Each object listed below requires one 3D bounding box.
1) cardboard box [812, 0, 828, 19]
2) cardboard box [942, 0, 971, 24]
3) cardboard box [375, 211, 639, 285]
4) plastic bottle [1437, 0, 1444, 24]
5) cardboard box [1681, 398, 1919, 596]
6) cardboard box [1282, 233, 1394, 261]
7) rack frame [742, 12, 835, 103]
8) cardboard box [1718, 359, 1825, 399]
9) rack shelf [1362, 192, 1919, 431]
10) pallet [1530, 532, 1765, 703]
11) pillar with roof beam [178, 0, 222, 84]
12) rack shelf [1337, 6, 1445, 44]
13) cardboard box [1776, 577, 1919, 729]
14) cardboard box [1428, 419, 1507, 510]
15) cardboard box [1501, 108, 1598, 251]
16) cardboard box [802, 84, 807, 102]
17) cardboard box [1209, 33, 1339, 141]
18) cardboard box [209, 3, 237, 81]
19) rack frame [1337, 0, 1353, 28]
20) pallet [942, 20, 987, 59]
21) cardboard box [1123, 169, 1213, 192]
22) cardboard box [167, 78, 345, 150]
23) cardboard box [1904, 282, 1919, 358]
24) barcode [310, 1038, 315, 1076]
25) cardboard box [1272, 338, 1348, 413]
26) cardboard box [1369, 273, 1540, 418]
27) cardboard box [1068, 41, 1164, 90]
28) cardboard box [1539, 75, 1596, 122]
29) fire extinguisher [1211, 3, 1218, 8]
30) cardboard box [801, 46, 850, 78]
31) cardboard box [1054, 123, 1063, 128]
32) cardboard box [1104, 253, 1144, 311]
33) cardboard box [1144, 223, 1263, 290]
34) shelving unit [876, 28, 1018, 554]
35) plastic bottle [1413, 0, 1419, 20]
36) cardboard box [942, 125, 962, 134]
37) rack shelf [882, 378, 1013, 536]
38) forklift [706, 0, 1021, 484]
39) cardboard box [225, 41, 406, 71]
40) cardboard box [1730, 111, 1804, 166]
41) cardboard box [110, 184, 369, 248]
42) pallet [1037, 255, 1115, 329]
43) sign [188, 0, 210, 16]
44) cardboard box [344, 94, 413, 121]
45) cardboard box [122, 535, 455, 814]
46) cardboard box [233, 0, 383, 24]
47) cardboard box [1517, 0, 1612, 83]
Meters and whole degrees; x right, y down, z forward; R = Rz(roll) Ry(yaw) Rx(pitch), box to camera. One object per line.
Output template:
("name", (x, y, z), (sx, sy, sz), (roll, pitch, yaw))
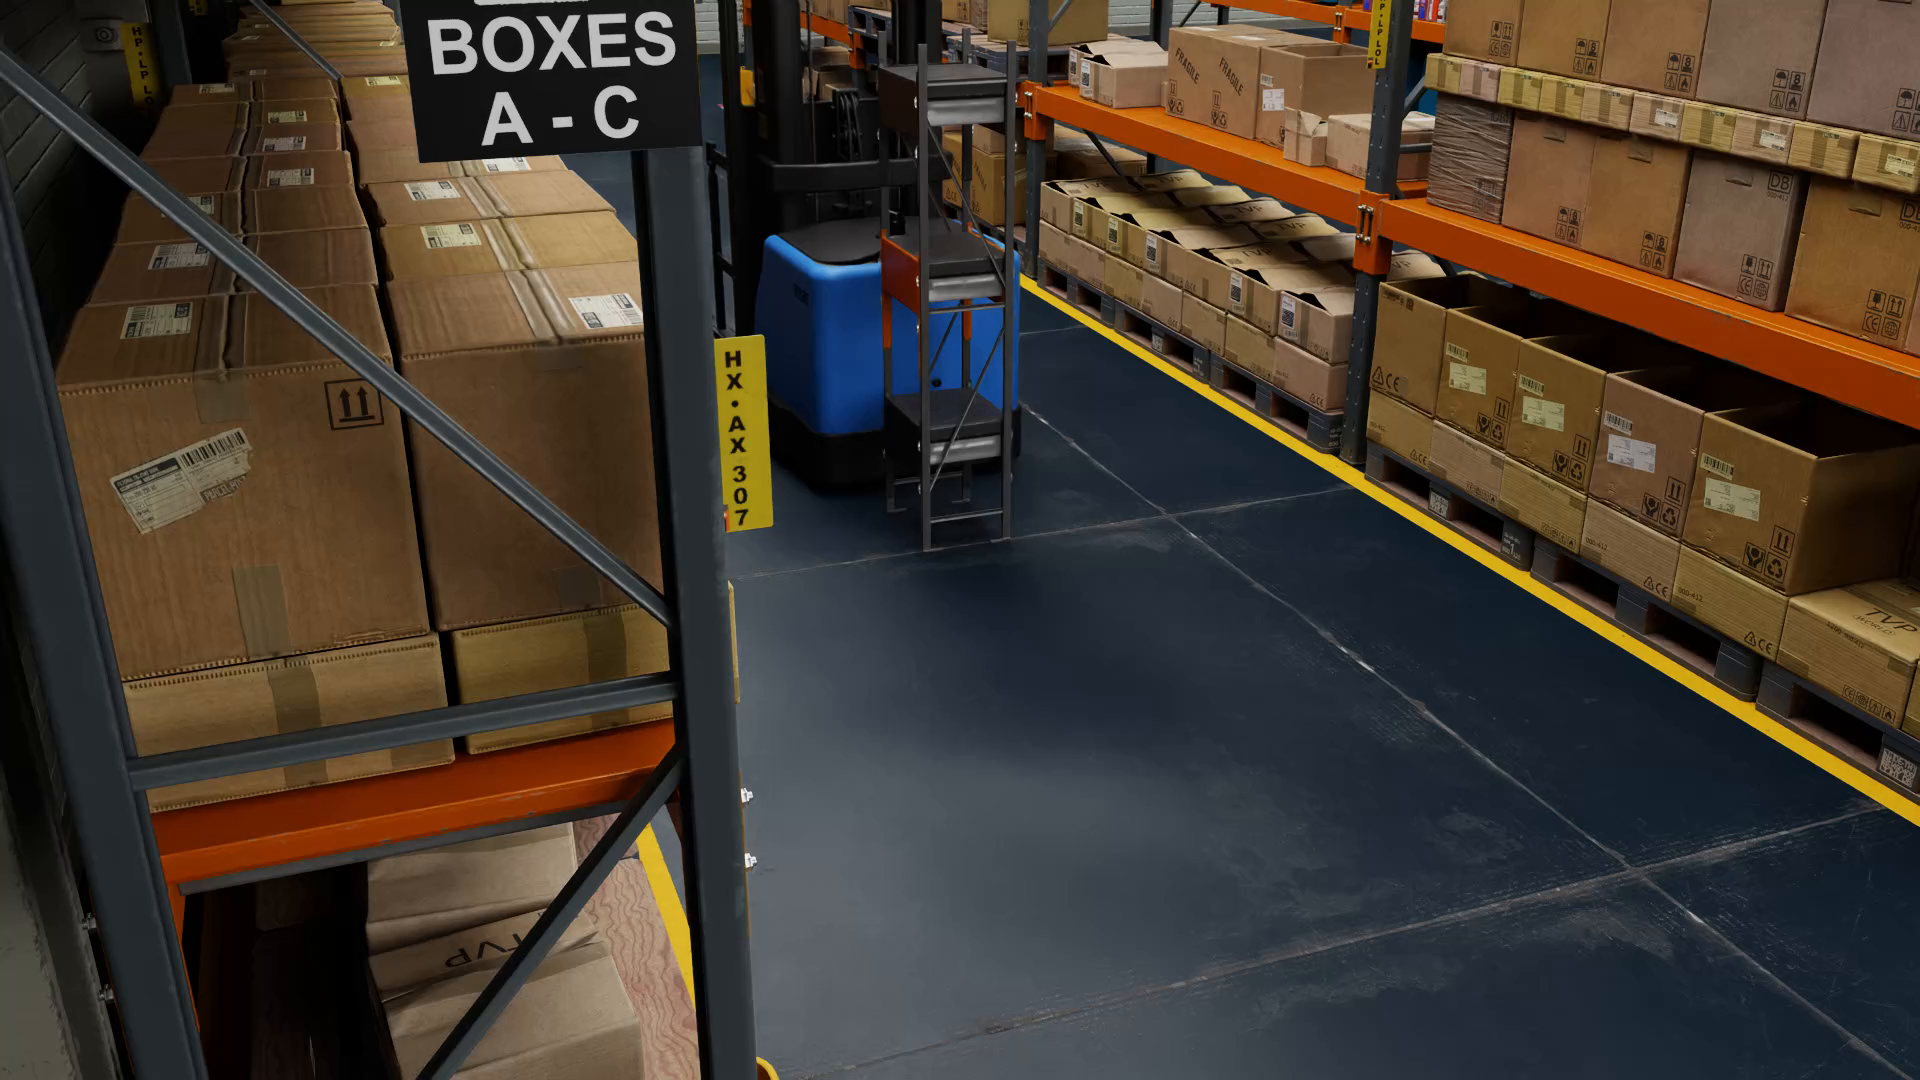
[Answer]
("cardboard box", (-1.070, -5.114, 15.394), (0.500, 0.500, 0.500), (-8, 24, -17))
("cardboard box", (0.212, -4.341, 13.018), (0.700, 0.500, 0.500), (-15, 27, -32))
("cardboard box", (-0.916, -0.375, 3.479), (0.500, 0.500, 0.500), (-8, 24, -19))
("plastic bottle", (4.315, -4.719, 14.839), (0.097, 0.201, 0.097), (0, 23, 0))
("cardboard box", (2.935, -0.162, 5.806), (0.500, 0.500, 0.500), (-8, 24, -19))
("cardboard box", (2.088, -1.568, 9.385), (0.500, 0.311, 0.500), (-9, 25, -21))
("rack frame", (-1.883, -6.188, 18.070), (1.000, 3.000, 0.127), (-8, 24, -19))
("cardboard box", (3.261, -0.417, 6.412), (0.500, 0.500, 0.500), (-8, 24, -19))
("rack shelf", (3.063, -0.770, 6.140), (1.077, 0.370, 4.000), (-8, 24, -19))
("pallet", (3.033, 0.196, 6.514), (1.003, 0.211, 1.213), (-8, 24, -19))
("pillar with roof beam", (-2.132, -7.545, 13.564), (9.100, 9.000, 0.400), (-8, 24, -19))
("rack shelf", (4.872, -4.355, 14.646), (1.077, 0.370, 4.000), (-8, 24, -19))
("cardboard box", (3.116, 0.365, 5.522), (0.500, 0.250, 0.500), (-8, 24, -19))
("cardboard box", (2.409, -0.362, 7.246), (0.500, 0.250, 0.500), (-8, 24, -19))
("cardboard box", (2.712, -1.523, 6.872), (0.700, 0.500, 0.500), (-9, 24, -20))
("cardboard box", (-1.603, -4.524, 17.095), (0.500, 0.250, 0.500), (-8, 24, -19))
("cardboard box", (1.737, -2.529, 9.259), (0.500, 0.500, 0.500), (-8, 24, -19))
("cardboard box", (-4.103, -2.928, 9.798), (0.500, 0.500, 0.500), (-8, 24, -19))
("rack frame", (4.166, -5.413, 16.231), (1.000, 3.000, 0.127), (-8, 24, -19))
("pallet", (0.252, -3.899, 12.886), (1.003, 0.211, 1.213), (-8, 24, -19))
("cardboard box", (1.359, -2.310, 11.145), (0.500, 0.311, 0.500), (-8, 24, -18))
("cardboard box", (-2.306, -1.233, 5.516), (0.500, 0.500, 0.500), (-9, 24, -20))
("cardboard box", (3.427, -0.782, 5.115), (0.700, 0.500, 0.500), (-8, 24, -18))
("barcode", (-1.404, 1.123, 3.607), (0.001, 0.075, 0.075), (-8, 24, -19))
("cardboard box", (1.939, -0.865, 8.440), (0.500, 0.250, 0.500), (-9, 24, -20))
("cardboard box", (2.227, -0.889, 7.530), (0.500, 0.500, 0.500), (-8, 24, -19))
("cardboard box", (1.031, -3.102, 10.863), (0.500, 0.311, 0.500), (-7, 24, -16))
("cardboard box", (2.546, -1.769, 6.621), (0.380, 0.149, 0.250), (-9, 24, -19))
("fire extinguisher", (3.124, -6.776, 20.045), (0.296, 0.674, 0.183), (-8, 24, -19))
("cardboard box", (-1.460, -5.075, 18.081), (0.500, 0.500, 0.500), (-8, 24, -19))
("cardboard box", (0.498, -3.098, 13.390), (0.500, 0.500, 0.500), (-9, 25, -21))
("cardboard box", (1.221, -1.607, 10.199), (0.500, 0.250, 0.500), (-9, 24, -20))
("cardboard box", (1.407, -1.674, 9.636), (0.500, 0.311, 0.500), (-9, 24, -20))
("shelving unit", (-0.059, -1.028, 6.985), (0.431, 2.100, 0.503), (-8, 24, -19))
("plastic bottle", (4.186, -4.851, 15.154), (0.097, 0.201, 0.097), (0, 23, 0))
("cardboard box", (0.004, -3.376, 13.085), (0.500, 0.250, 0.500), (-9, 24, -20))
("rack shelf", (-0.058, -0.370, 7.262), (0.431, 0.518, 0.480), (-8, 24, -19))
("forklift", (-0.739, -2.149, 8.574), (1.130, 2.935, 3.031), (-9, 25, -21))
("cardboard box", (-2.615, -1.789, 6.938), (0.700, 0.500, 0.500), (-6, 24, -14))
("cardboard box", (2.906, -1.396, 5.735), (0.380, 0.149, 0.250), (-9, 24, -20))
("cardboard box", (-1.584, -0.493, 3.759), (0.500, 0.500, 0.500), (-9, 24, -20))
("pallet", (1.198, -1.692, 10.992), (1.003, 0.211, 1.213), (-8, 24, -19))
("sign", (-4.208, -3.057, 9.149), (0.100, 0.325, 0.005), (-8, 24, -19))
("cardboard box", (-1.638, -1.123, 5.253), (0.500, 0.500, 0.500), (-8, 24, -19))
("cardboard box", (-1.210, 0.223, 3.026), (0.500, 0.250, 0.500), (-8, 24, -18))
("cardboard box", (-3.514, -2.680, 9.051), (0.700, 0.500, 0.500), (-11, 25, -25))
("cardboard box", (2.699, -2.128, 6.638), (0.700, 0.500, 0.500), (-8, 24, -19))
